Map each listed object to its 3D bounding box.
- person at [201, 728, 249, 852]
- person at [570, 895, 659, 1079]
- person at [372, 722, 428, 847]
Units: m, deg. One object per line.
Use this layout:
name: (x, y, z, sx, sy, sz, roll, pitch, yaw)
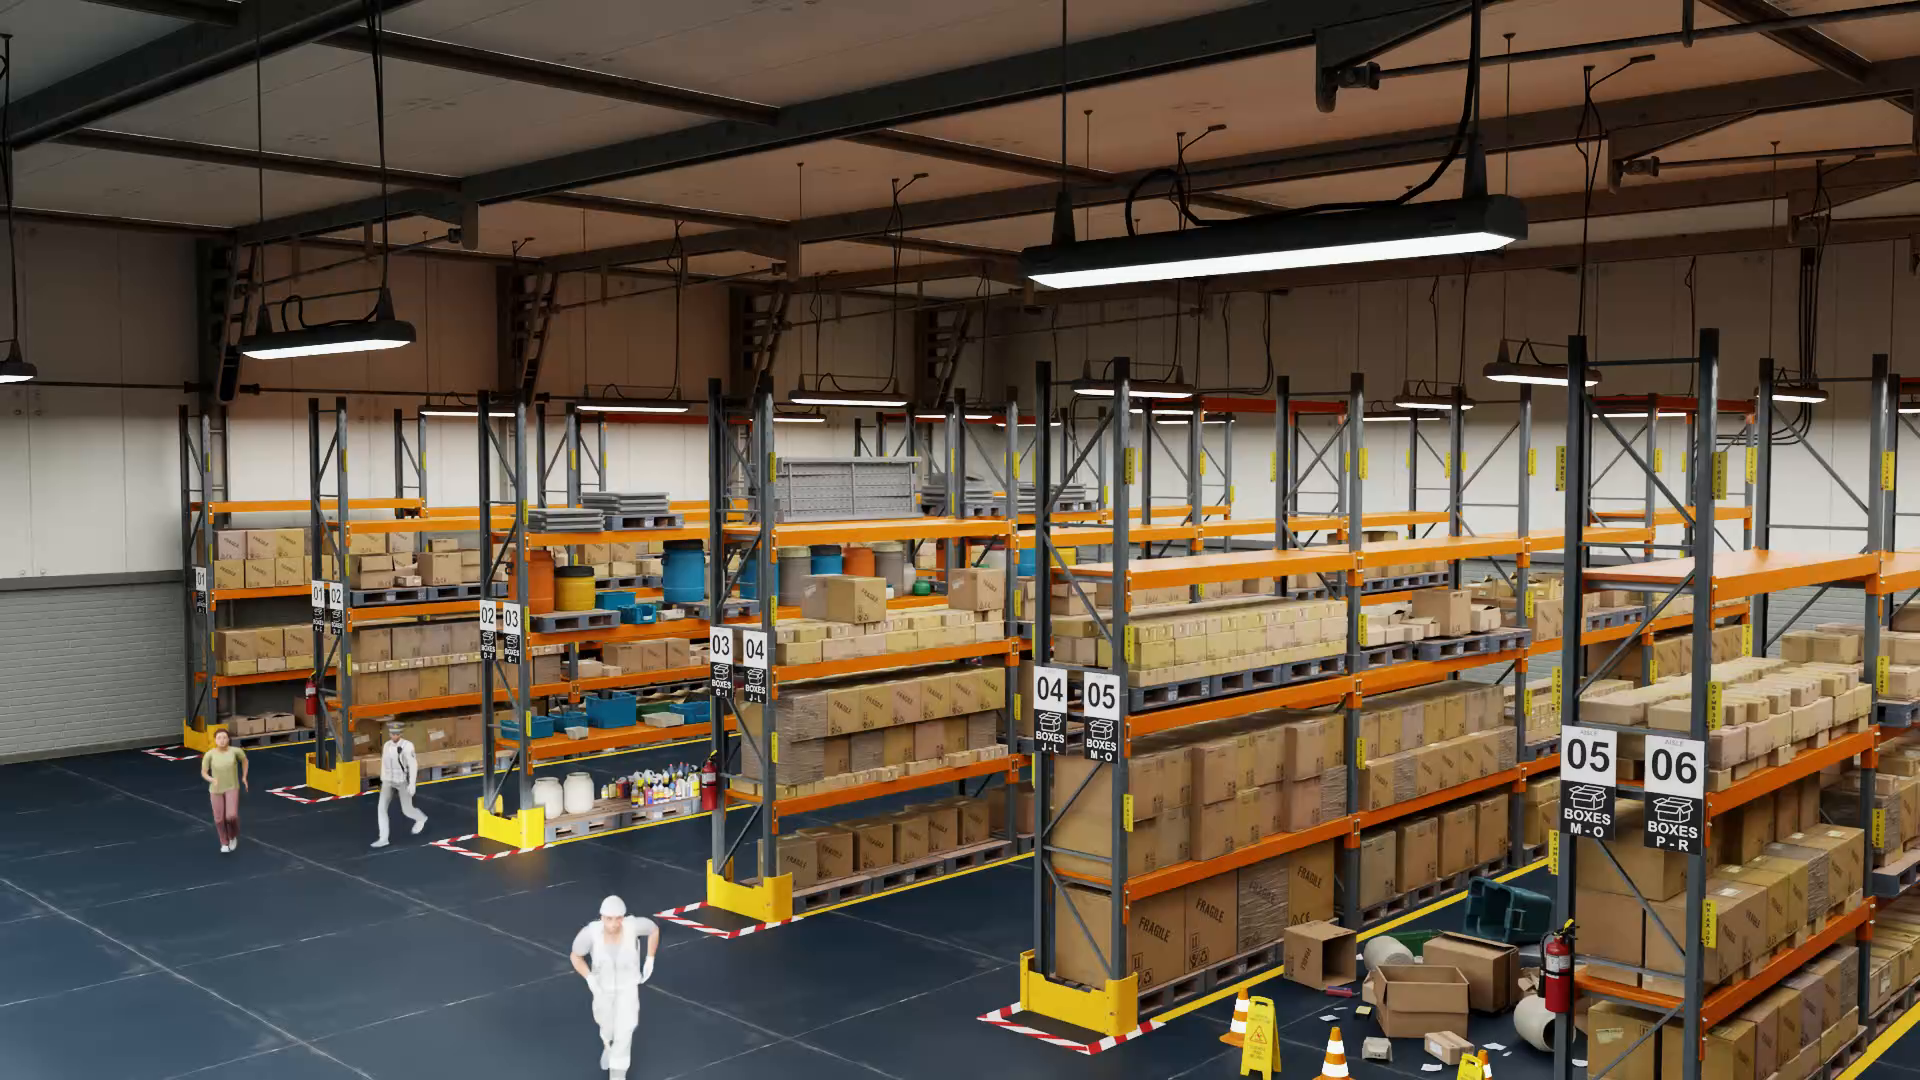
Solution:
person: (-9.411, 3.216, 21.291, 0.553, 1.627, 0.679, -1, 3, -21)
person: (-2.778, 3.623, 13.384, 0.699, 1.729, 1.061, -1, 3, -15)
person: (-7.410, 3.182, 21.960, 0.570, 1.606, 0.882, 1, 3, 11)
